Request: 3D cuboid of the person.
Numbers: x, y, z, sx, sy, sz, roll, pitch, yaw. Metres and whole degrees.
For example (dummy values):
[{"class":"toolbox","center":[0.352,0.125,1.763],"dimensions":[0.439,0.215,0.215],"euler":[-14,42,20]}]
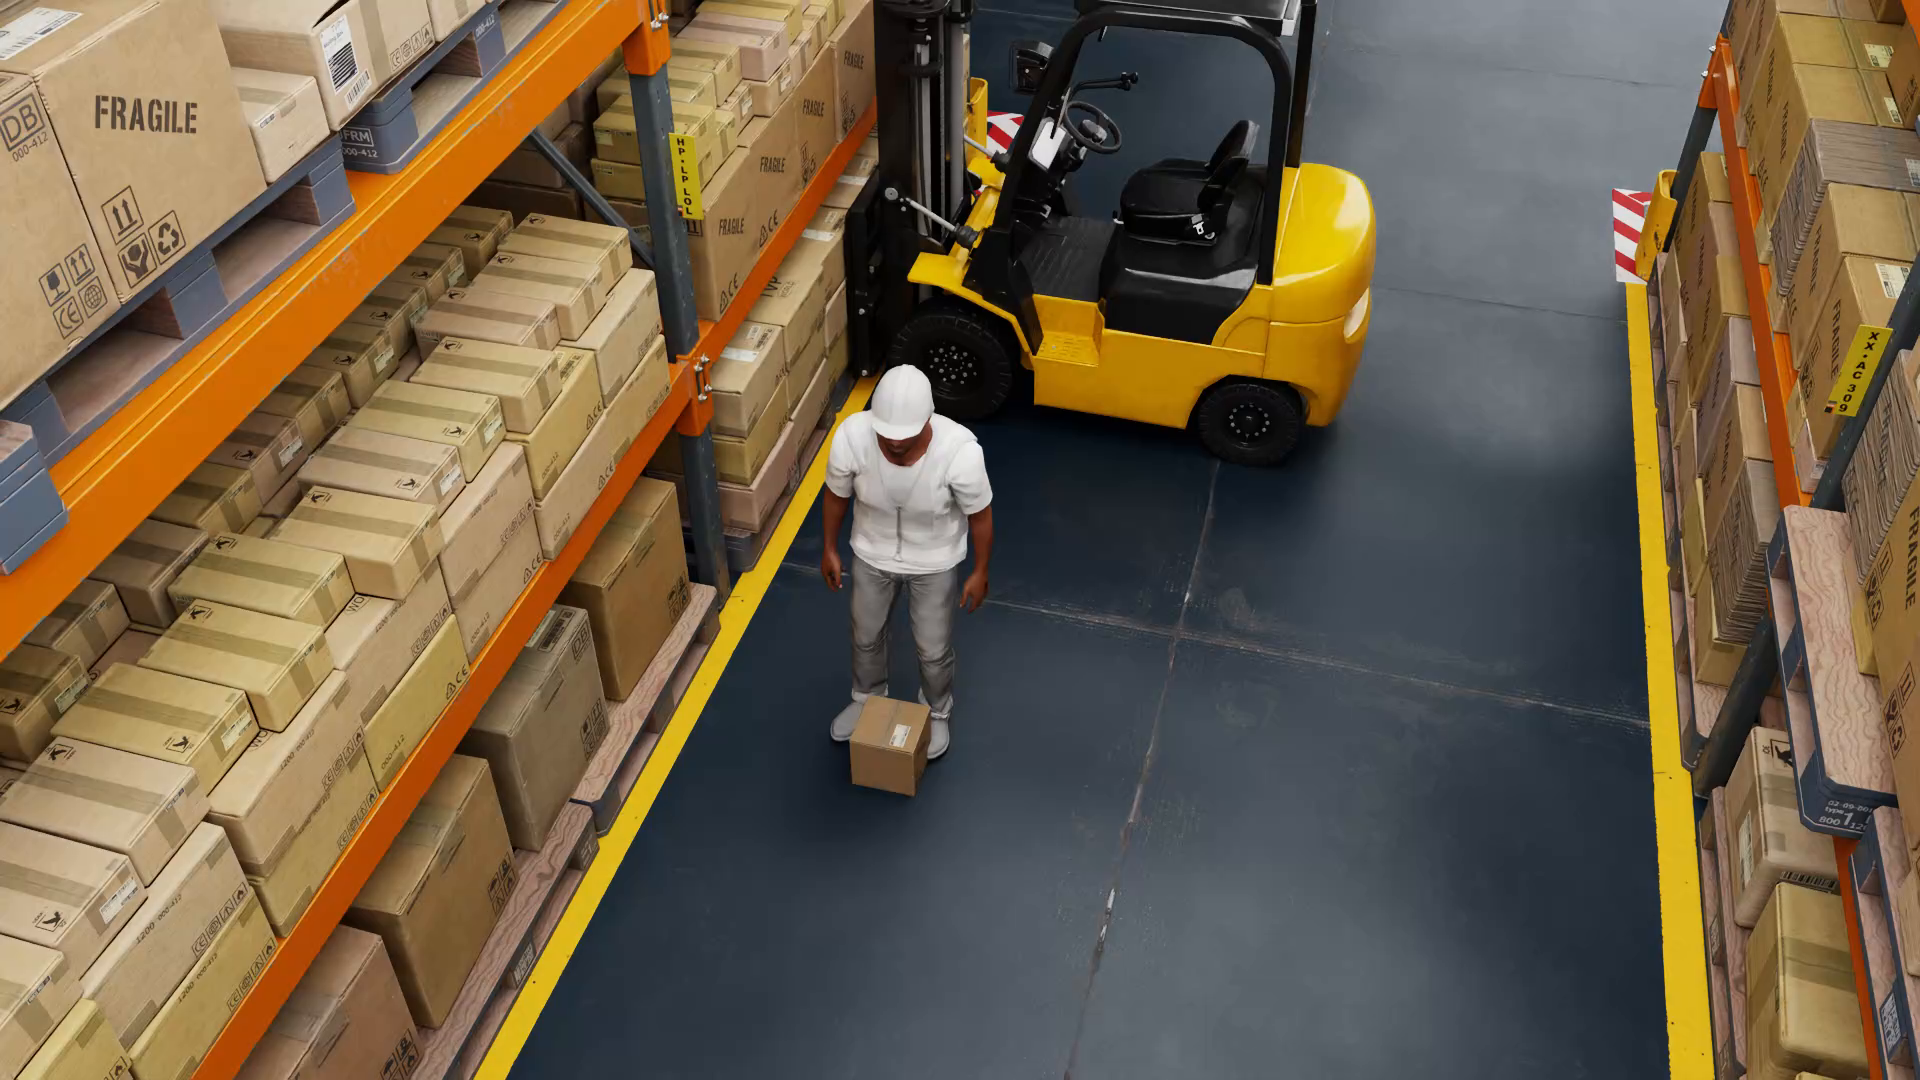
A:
[{"class":"person","center":[-0.220,0.076,6.059],"dimensions":[0.627,1.757,0.455],"euler":[11,42,13]}]
